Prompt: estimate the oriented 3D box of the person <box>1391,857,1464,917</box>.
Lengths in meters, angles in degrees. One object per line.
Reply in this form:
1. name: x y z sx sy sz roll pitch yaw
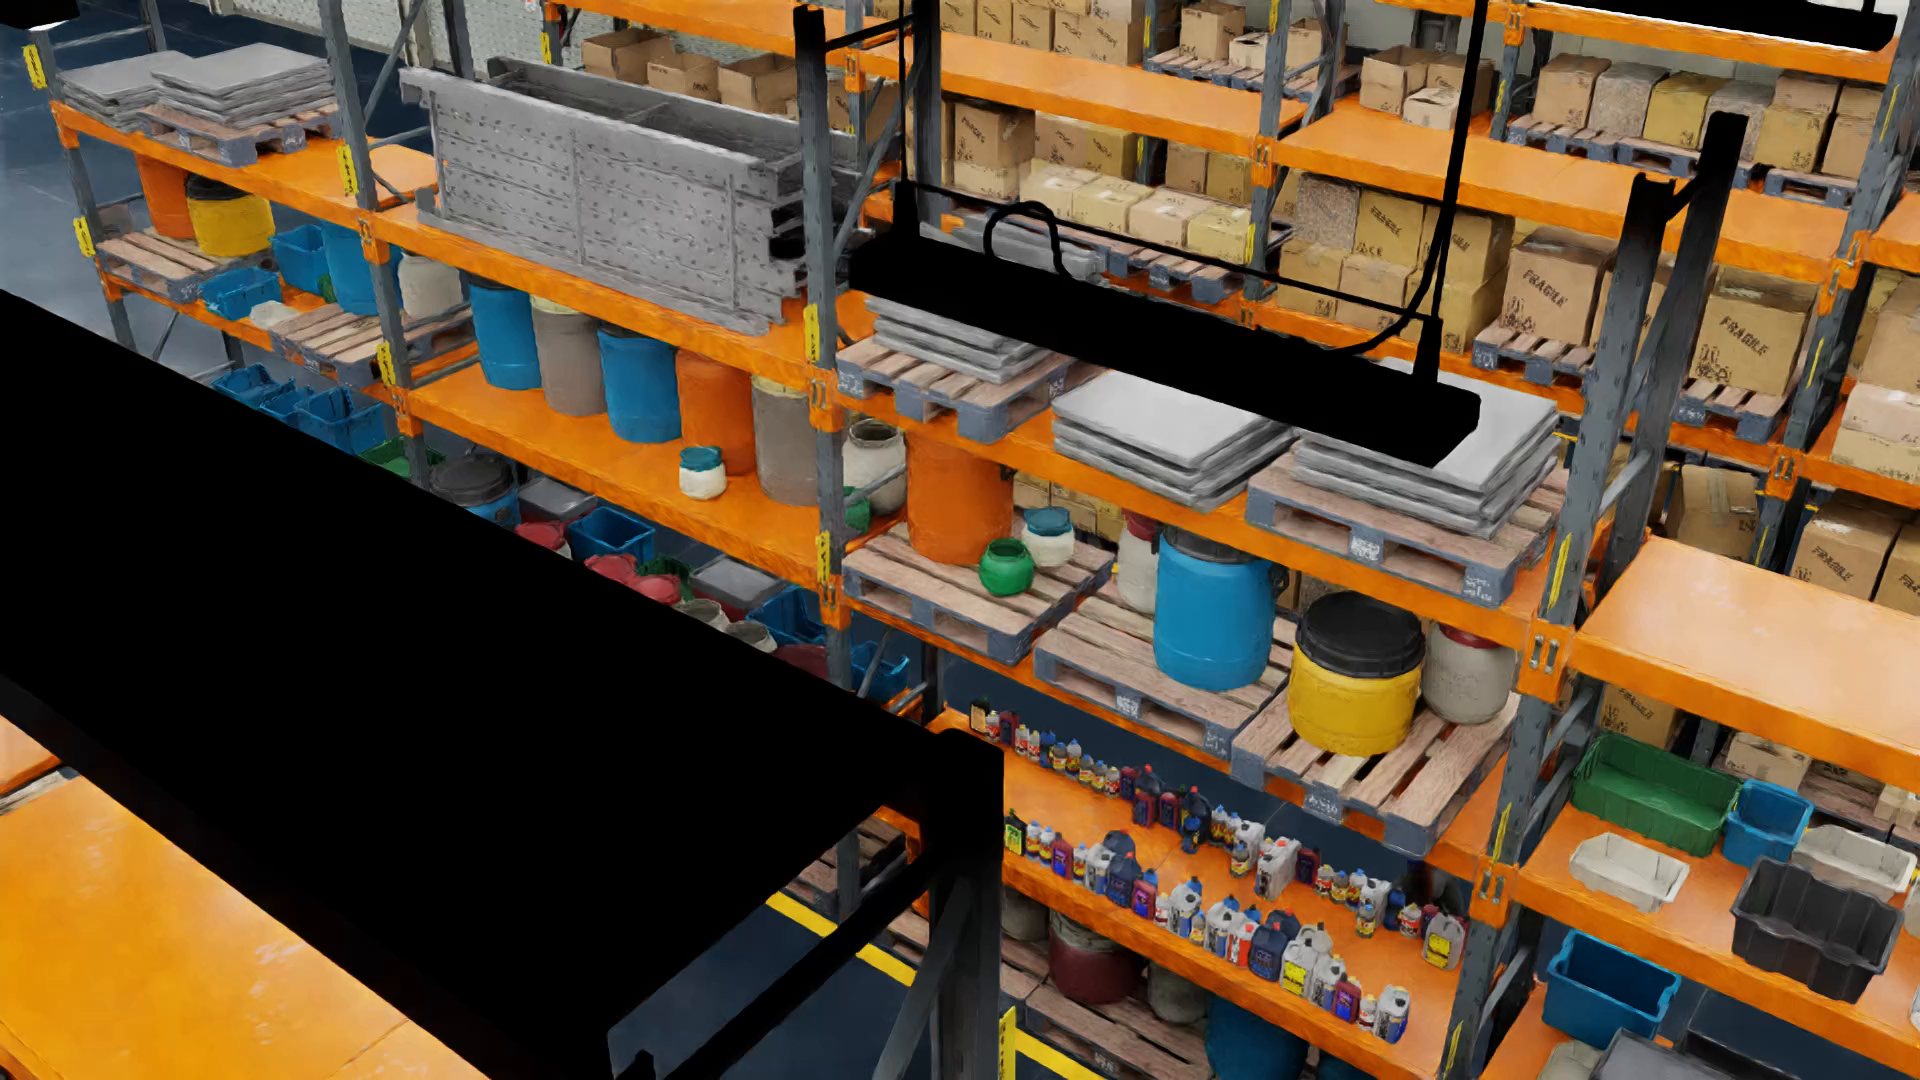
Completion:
1. person: 2.890 2.064 10.373 1.088 1.560 0.447 23 38 33
